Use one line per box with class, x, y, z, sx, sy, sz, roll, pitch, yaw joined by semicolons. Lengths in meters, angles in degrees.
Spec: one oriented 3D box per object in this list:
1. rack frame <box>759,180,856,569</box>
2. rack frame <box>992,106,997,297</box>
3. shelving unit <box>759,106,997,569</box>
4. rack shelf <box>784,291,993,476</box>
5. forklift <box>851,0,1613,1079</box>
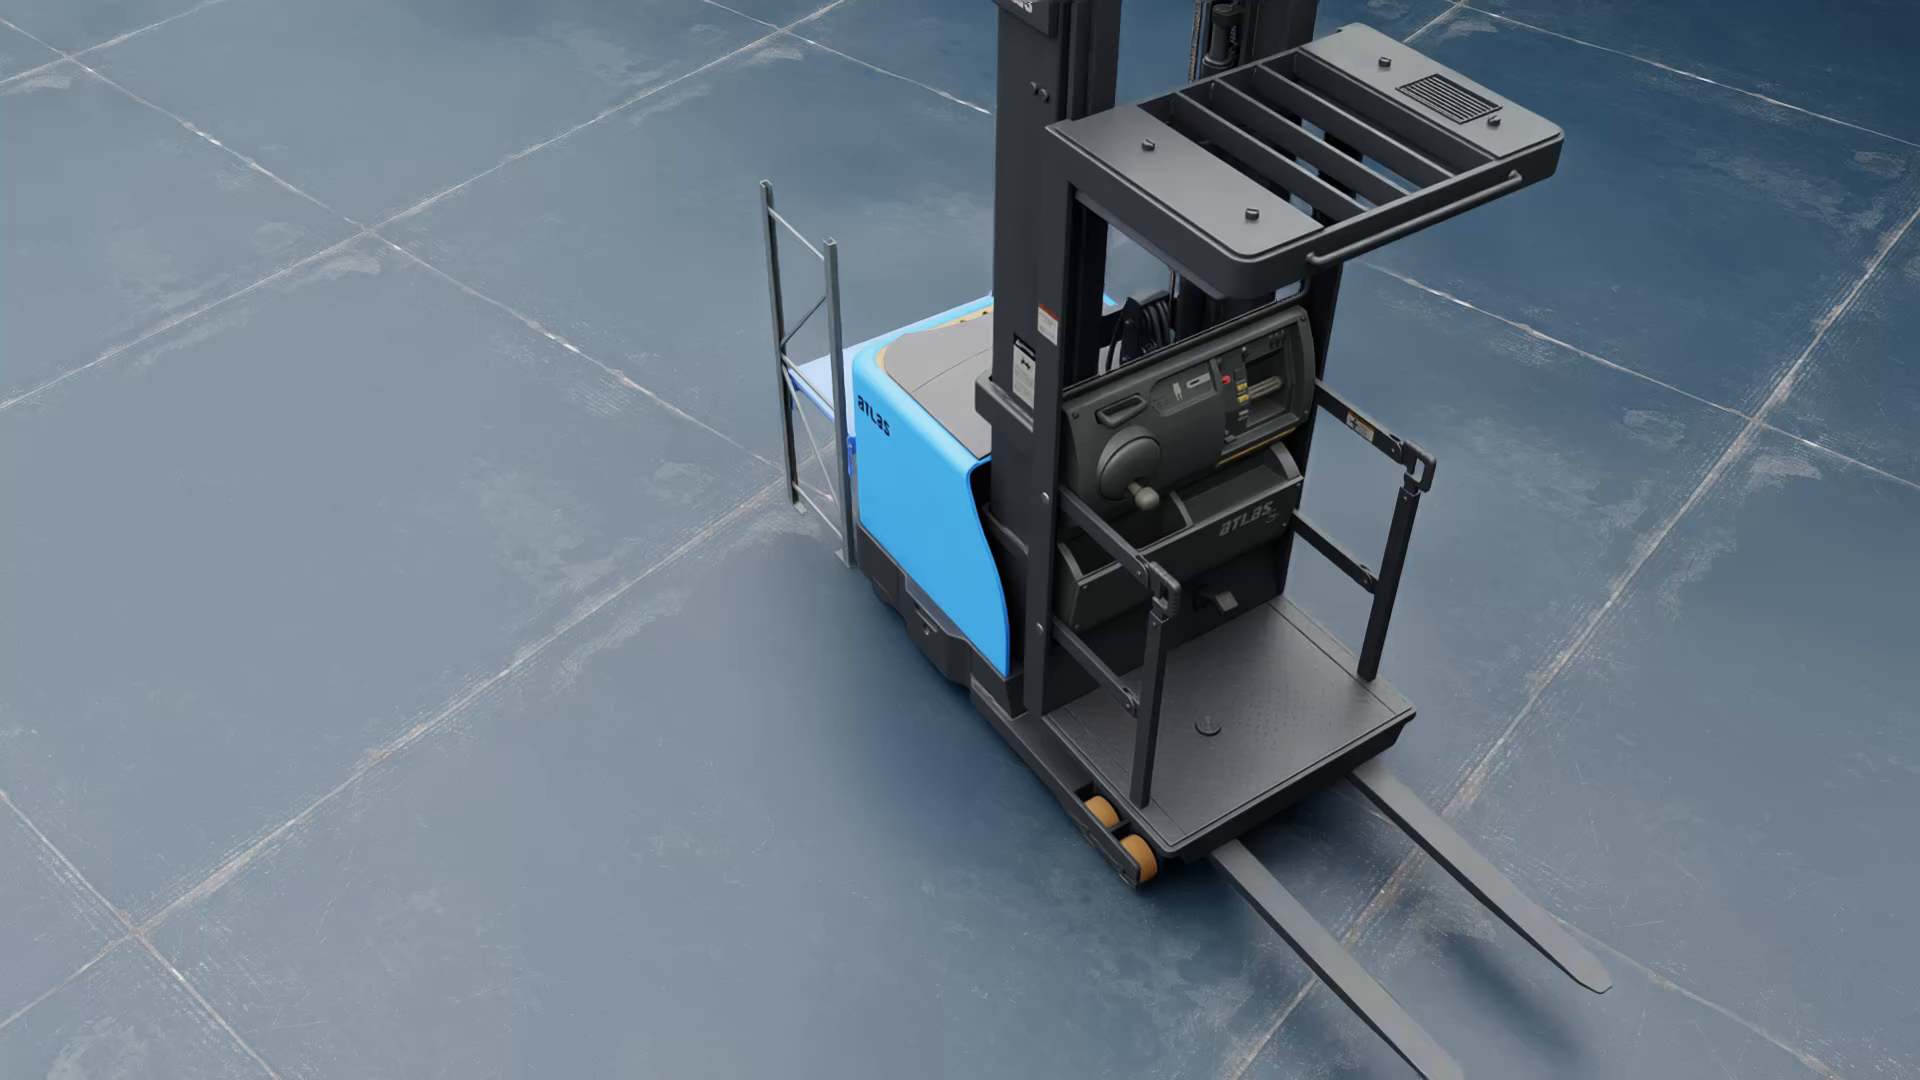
rack frame;-0.567;-0.586;6.279;0.032;1.500;0.500;-24;47;-24
rack frame;0.283;-0.961;6.692;0.032;1.500;0.500;-24;47;-24
shelving unit;-0.142;-0.773;6.486;1.048;1.500;0.538;-24;47;-24
rack shelf;-0.142;-0.640;6.607;1.000;0.185;0.538;-24;47;-24
forklift;0.834;-0.316;4.918;1.130;2.935;3.031;-24;48;-24
